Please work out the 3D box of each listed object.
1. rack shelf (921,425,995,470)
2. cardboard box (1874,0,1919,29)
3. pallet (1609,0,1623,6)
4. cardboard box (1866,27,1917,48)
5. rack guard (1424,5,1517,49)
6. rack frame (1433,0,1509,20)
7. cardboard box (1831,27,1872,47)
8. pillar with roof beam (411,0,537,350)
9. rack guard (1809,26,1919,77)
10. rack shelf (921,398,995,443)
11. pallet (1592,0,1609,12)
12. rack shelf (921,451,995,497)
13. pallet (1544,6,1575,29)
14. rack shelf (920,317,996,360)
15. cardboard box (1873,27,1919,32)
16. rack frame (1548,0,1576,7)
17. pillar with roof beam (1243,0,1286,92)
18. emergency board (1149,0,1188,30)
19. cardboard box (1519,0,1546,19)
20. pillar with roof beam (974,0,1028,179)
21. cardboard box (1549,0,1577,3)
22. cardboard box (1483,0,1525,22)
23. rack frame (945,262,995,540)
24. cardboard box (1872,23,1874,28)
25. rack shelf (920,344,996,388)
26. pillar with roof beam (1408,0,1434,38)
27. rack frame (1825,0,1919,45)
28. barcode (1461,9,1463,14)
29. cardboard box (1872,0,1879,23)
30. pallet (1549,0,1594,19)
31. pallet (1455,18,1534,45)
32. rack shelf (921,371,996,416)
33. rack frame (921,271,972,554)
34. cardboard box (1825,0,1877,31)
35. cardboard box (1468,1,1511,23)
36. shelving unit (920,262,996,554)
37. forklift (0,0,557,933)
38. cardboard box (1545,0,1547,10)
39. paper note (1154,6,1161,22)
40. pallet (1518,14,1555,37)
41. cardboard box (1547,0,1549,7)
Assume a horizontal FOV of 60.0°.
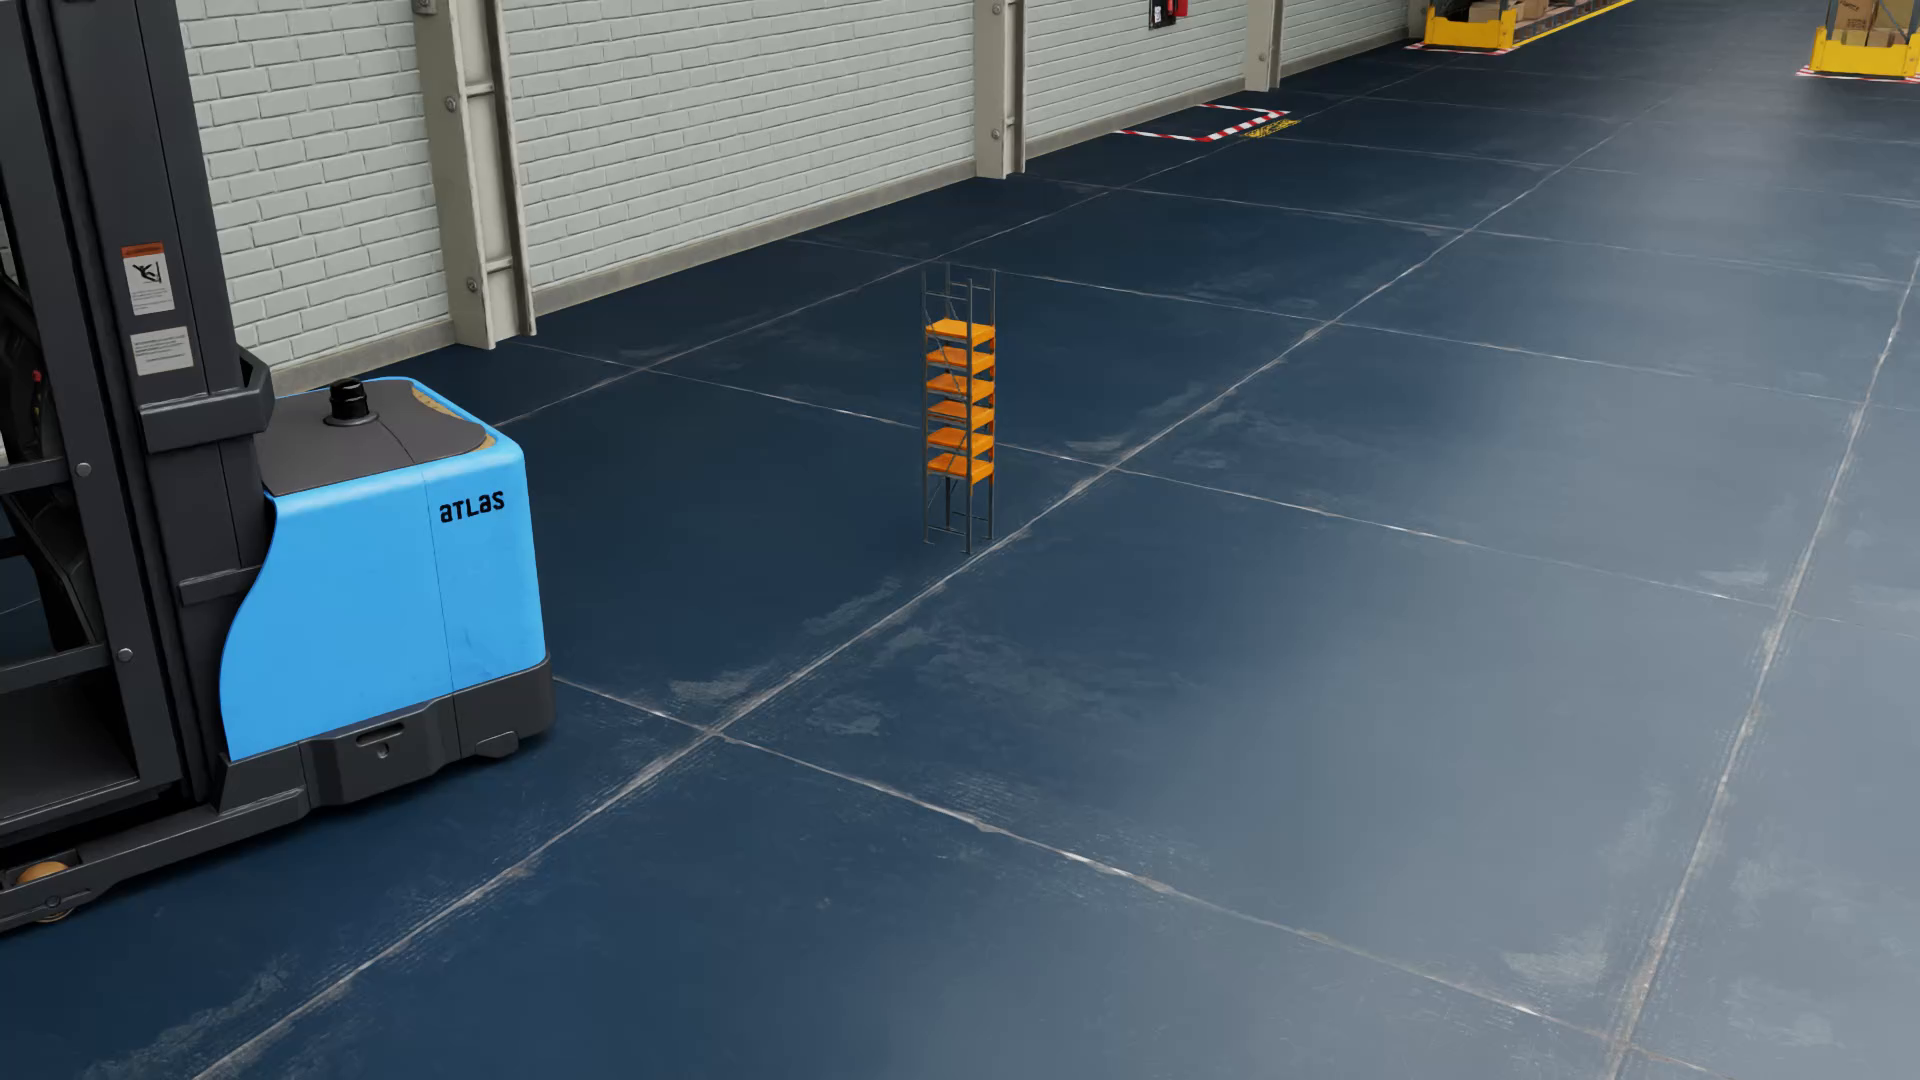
[{"bbox_3d":[-0.008,-0.395,7.066,0.258,0.103,0.180,14,27,29],"label":"rack shelf"},{"bbox_3d":[11.989,-6.802,21.175,0.500,0.500,0.500,14,27,29],"label":"cardboard box"},{"bbox_3d":[10.851,-9.417,28.738,1.003,0.211,1.213,14,27,29],"label":"pallet"},{"bbox_3d":[11.727,-6.289,20.933,0.500,0.250,0.500,14,27,29],"label":"cardboard box"},{"bbox_3d":[7.084,-7.139,23.111,1.175,0.500,0.348,14,27,29],"label":"rack guard"},{"bbox_3d":[7.044,-8.260,22.555,1.000,3.000,0.127,14,27,29],"label":"rack frame"},{"bbox_3d":[11.287,-6.397,21.184,0.500,0.250,0.500,14,27,29],"label":"cardboard box"},{"bbox_3d":[0.841,-4.453,6.210,9.100,9.000,0.400,14,27,29],"label":"pillar with roof beam"},{"bbox_3d":[11.242,-6.068,20.638,1.175,0.500,0.348,14,27,29],"label":"rack guard"},{"bbox_3d":[-0.008,-0.505,7.018,0.258,0.103,0.180,14,27,29],"label":"rack shelf"},{"bbox_3d":[10.206,-9.007,27.790,1.003,0.211,1.213,14,27,29],"label":"pallet"},{"bbox_3d":[-0.008,-0.285,7.113,0.258,0.103,0.180,14,27,29],"label":"rack shelf"},{"bbox_3d":[8.830,-8.096,25.687,1.003,0.211,1.213,14,27,29],"label":"pallet"},{"bbox_3d":[-0.008,-0.835,6.875,0.258,0.103,0.180,14,27,29],"label":"rack shelf"},{"bbox_3d":[11.987,-6.458,21.325,0.500,0.250,0.500,14,27,29],"label":"cardboard box"},{"bbox_3d":[9.154,-9.610,25.674,1.000,3.000,0.127,14,27,29],"label":"rack frame"},{"bbox_3d":[7.171,-8.504,15.566,9.100,9.000,0.400,14,27,29],"label":"pillar with roof beam"},{"bbox_3d":[2.178,-5.827,16.933,0.194,1.169,0.643,14,27,29],"label":"emergency board"},{"bbox_3d":[8.216,-7.959,24.452,0.700,0.500,0.500,12,26,26],"label":"cardboard box"},{"bbox_3d":[4.006,-6.478,10.888,9.100,9.000,0.400,14,27,29],"label":"pillar with roof beam"},{"bbox_3d":[9.528,-8.917,26.665,0.700,0.500,0.500,15,28,31],"label":"cardboard box"},{"bbox_3d":[7.786,-7.635,23.942,0.500,0.311,0.500,16,28,33],"label":"cardboard box"},{"bbox_3d":[0.041,-0.577,7.072,0.240,1.200,0.006,14,27,29],"label":"rack frame"},{"bbox_3d":[11.540,-6.568,21.579,0.500,0.250,0.500,14,27,29],"label":"cardboard box"},{"bbox_3d":[-0.008,-0.725,6.923,0.258,0.103,0.180,14,27,29],"label":"rack shelf"},{"bbox_3d":[10.336,-10.529,20.244,9.100,9.000,0.400,14,27,29],"label":"pillar with roof beam"},{"bbox_3d":[11.255,-7.223,20.160,1.000,3.000,0.127,14,27,29],"label":"rack frame"},{"bbox_3d":[7.156,-7.537,23.704,0.001,0.075,0.075,14,27,29],"label":"barcode"},{"bbox_3d":[11.800,-7.082,21.823,0.500,0.500,0.500,14,27,29],"label":"cardboard box"},{"bbox_3d":[9.564,-8.594,26.835,1.003,0.211,1.213,14,27,29],"label":"pallet"},{"bbox_3d":[7.543,-7.273,23.784,1.003,0.211,1.213,14,27,29],"label":"pallet"},{"bbox_3d":[-0.008,-0.615,6.970,0.258,0.103,0.180,14,27,29],"label":"rack shelf"},{"bbox_3d":[-0.056,-0.515,6.929,0.240,1.200,0.006,14,27,29],"label":"rack frame"},{"bbox_3d":[11.285,-6.742,21.036,0.500,0.500,0.500,14,27,29],"label":"cardboard box"},{"bbox_3d":[7.486,-7.443,23.498,0.500,0.311,0.500,11,26,23],"label":"cardboard box"},{"bbox_3d":[-0.008,-0.546,7.000,0.258,1.200,0.189,14,27,29],"label":"shelving unit"},{"bbox_3d":[-2.840,-0.446,4.592,3.031,2.935,1.130,-18,29,-35],"label":"forklift"},{"bbox_3d":[8.641,-8.306,25.254,0.500,0.500,0.500,12,26,25],"label":"cardboard box"},{"bbox_3d":[2.026,-5.377,17.004,0.016,0.148,0.142,14,27,29],"label":"paper note"},{"bbox_3d":[8.187,-7.683,24.732,1.003,0.211,1.213,14,27,29],"label":"pallet"},{"bbox_3d":[8.898,-8.325,25.717,0.380,0.166,0.250,10,25,22],"label":"cardboard box"}]
